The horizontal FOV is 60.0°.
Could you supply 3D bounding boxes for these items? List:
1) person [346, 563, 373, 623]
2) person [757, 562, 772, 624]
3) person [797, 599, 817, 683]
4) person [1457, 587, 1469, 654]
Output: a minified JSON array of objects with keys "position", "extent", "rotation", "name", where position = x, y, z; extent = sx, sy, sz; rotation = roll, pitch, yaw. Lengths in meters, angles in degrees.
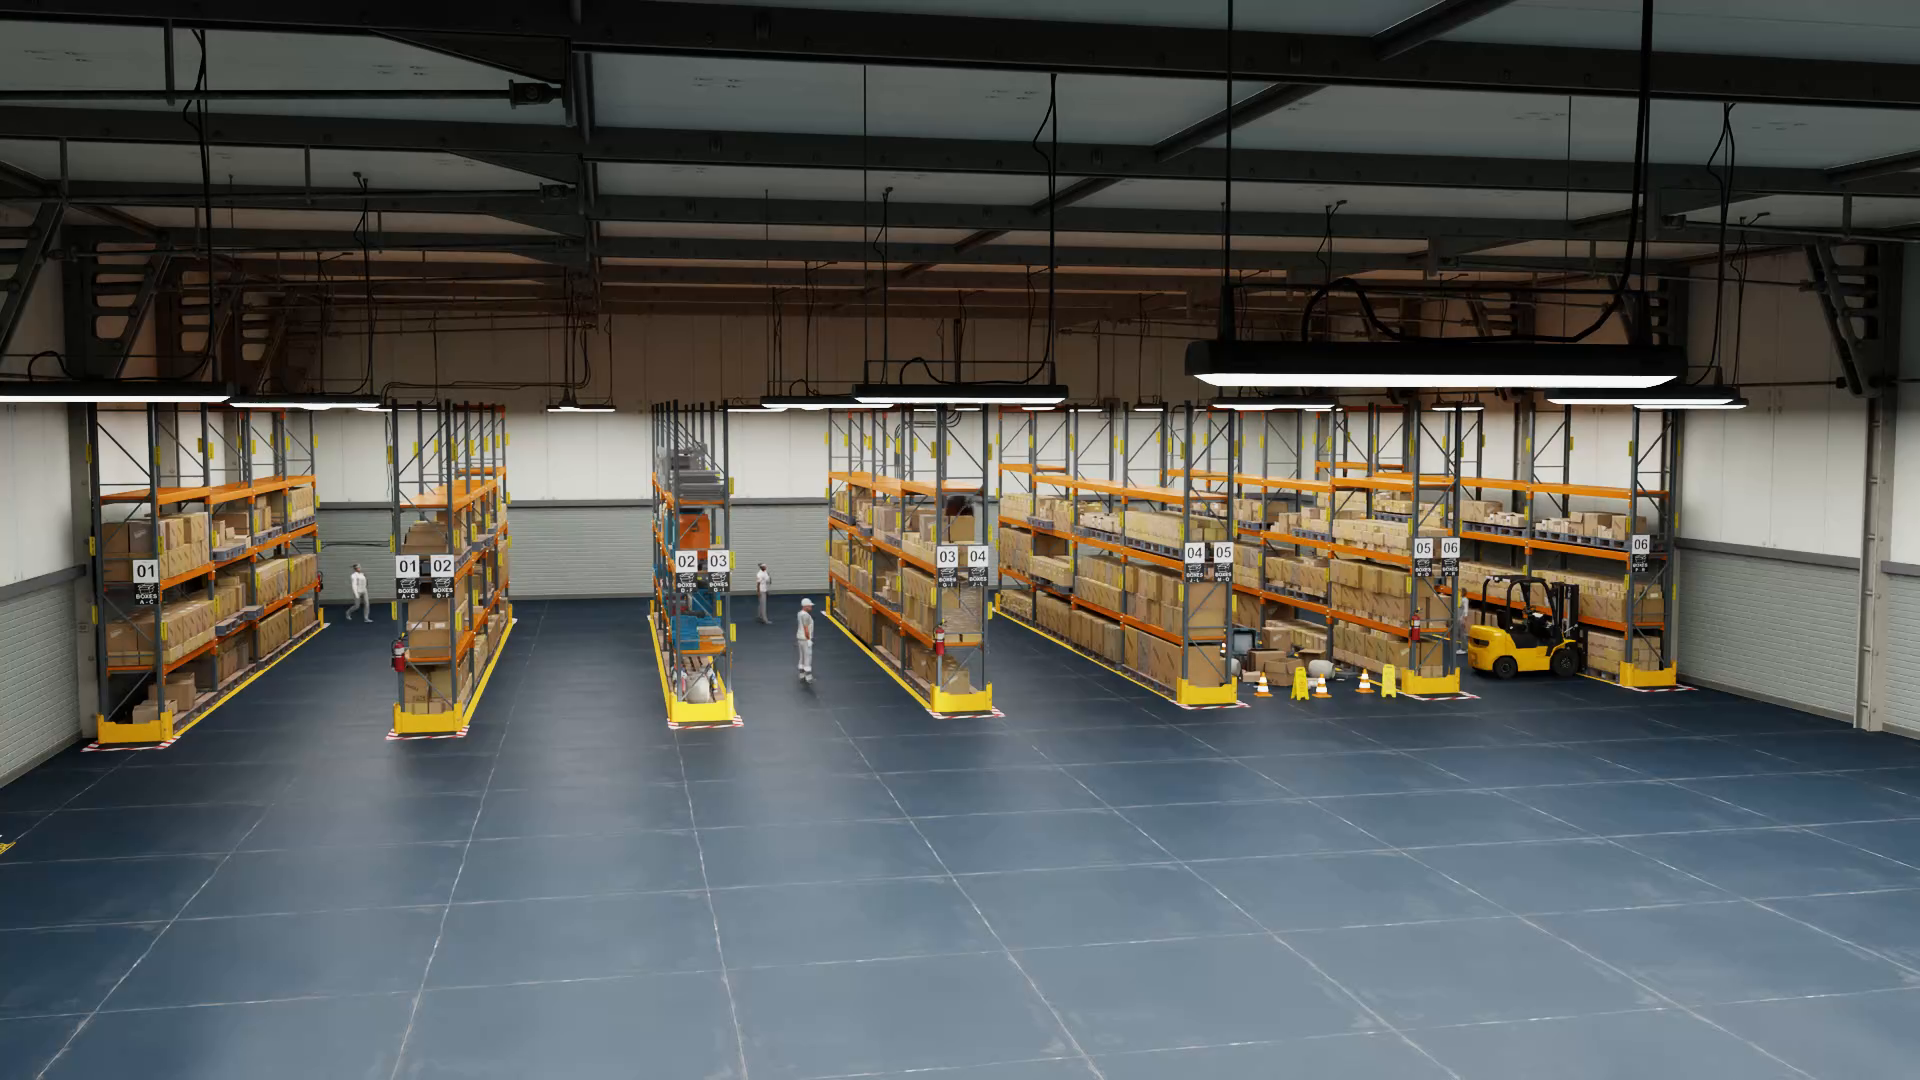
[{"position":[-16.502,1.447,45.628],"extent":[0.711,1.653,0.498],"rotation":[2,5,27],"name":"person"},{"position":[-5.369,1.440,45.808],"extent":[0.517,1.707,0.495],"rotation":[1,4,15],"name":"person"},{"position":[-3.261,2.142,35.538],"extent":[0.402,1.791,0.617],"rotation":[-1,5,-19],"name":"person"},{"position":[12.023,1.921,39.856],"extent":[0.373,1.592,0.458],"rotation":[1,4,10],"name":"person"}]
